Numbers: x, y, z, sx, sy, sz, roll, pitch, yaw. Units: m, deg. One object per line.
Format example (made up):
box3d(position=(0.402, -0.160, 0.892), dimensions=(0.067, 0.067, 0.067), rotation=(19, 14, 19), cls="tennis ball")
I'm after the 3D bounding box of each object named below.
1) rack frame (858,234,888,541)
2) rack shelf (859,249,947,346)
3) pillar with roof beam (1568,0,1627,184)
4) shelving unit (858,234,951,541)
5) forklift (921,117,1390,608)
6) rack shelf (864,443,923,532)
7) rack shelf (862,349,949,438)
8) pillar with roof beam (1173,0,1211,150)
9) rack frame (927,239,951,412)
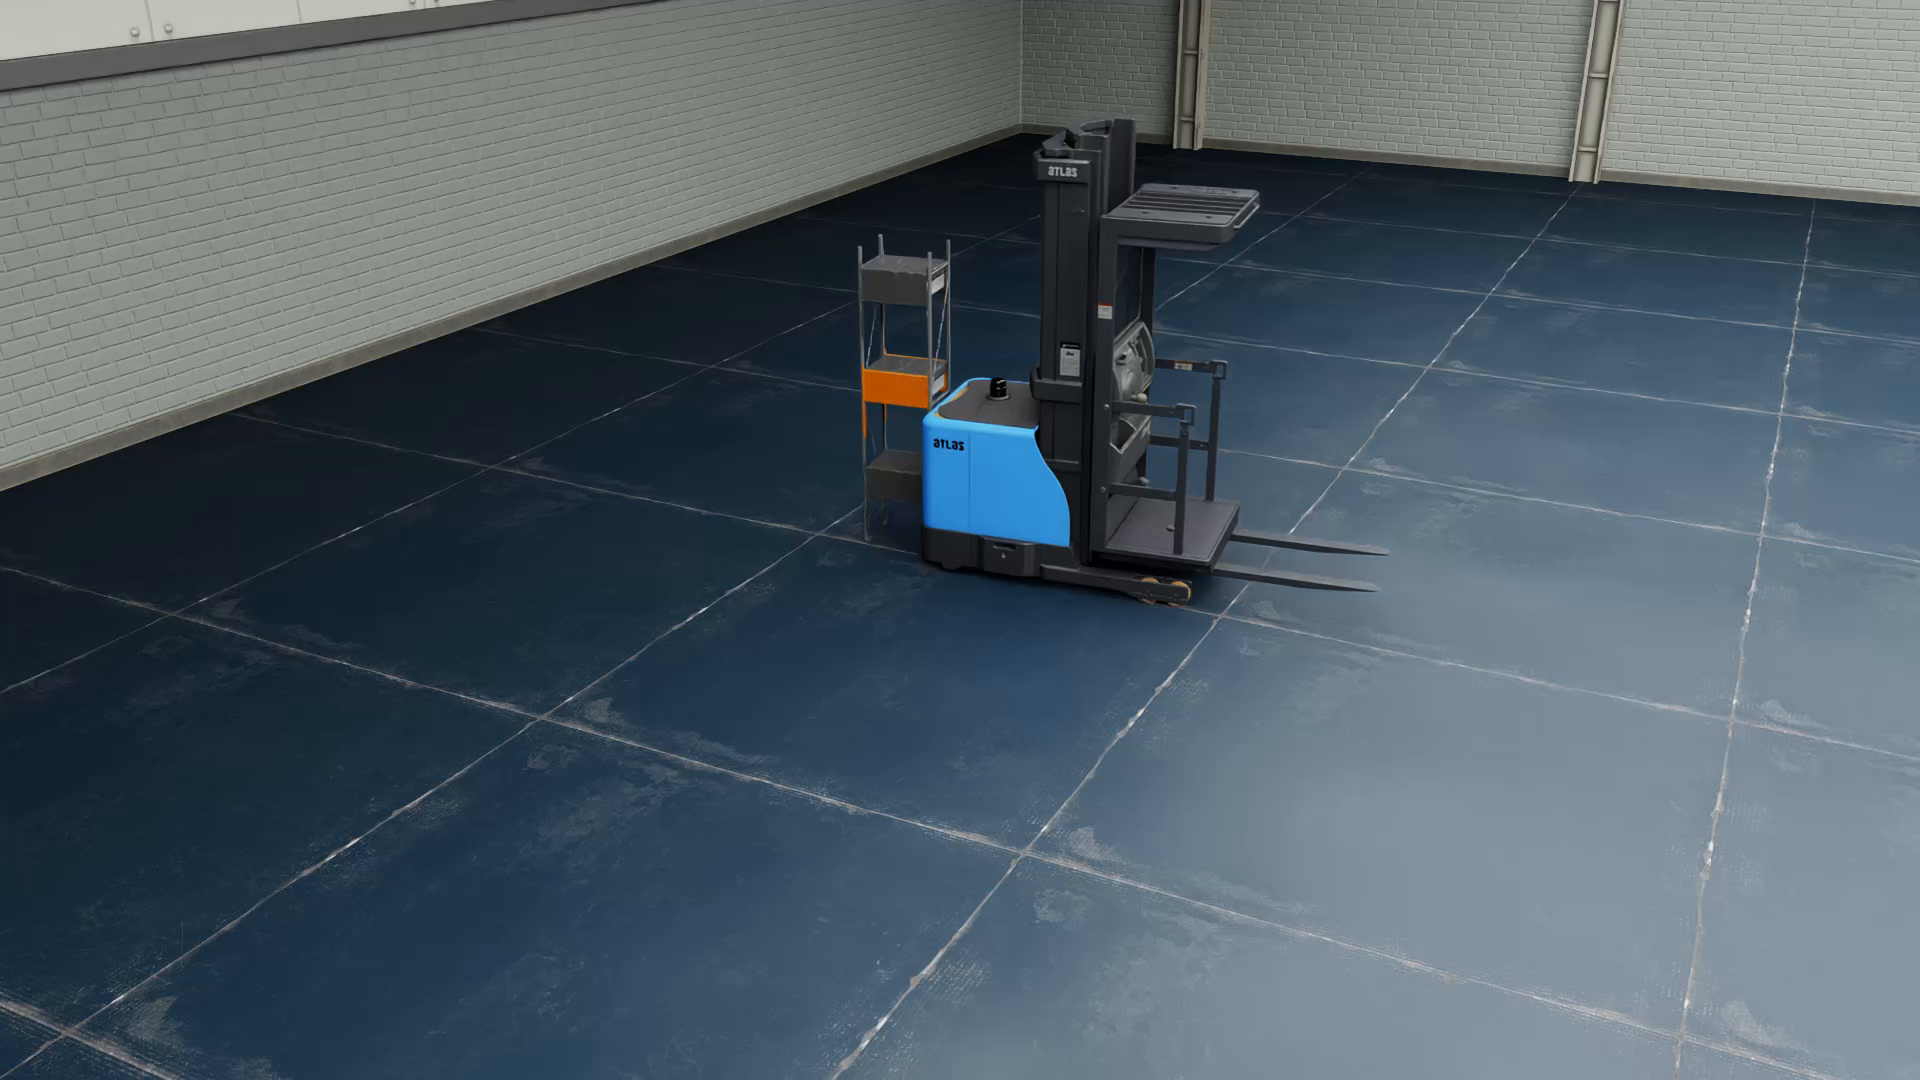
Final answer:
box3d(position=(-0.598, -1.031, 11.491), dimensions=(0.015, 2.100, 0.400), rotation=(8, 24, 18), cls="rack frame")
box3d(position=(-0.368, -1.631, 11.147), dimensions=(0.480, 0.518, 0.431), rotation=(8, 24, 18), cls="rack shelf")
box3d(position=(7.025, -7.802, 18.597), dimensions=(0.400, 9.000, 9.100), rotation=(11, 25, 25), cls="pillar with roof beam")
box3d(position=(-0.368, -0.999, 11.416), dimensions=(0.503, 2.100, 0.431), rotation=(8, 24, 18), cls="shelving unit")
box3d(position=(1.308, -1.147, 10.702), dimensions=(3.031, 2.935, 1.130), rotation=(8, 24, 18), cls="forklift")
box3d(position=(-0.368, -0.342, 11.695), dimensions=(0.480, 0.518, 0.431), rotation=(8, 24, 18), cls="rack shelf")
box3d(position=(-0.368, -0.986, 11.421), dimensions=(0.480, 0.518, 0.431), rotation=(8, 24, 18), cls="rack shelf")
box3d(position=(1.671, -8.862, 21.089), dimensions=(0.400, 9.000, 9.100), rotation=(11, 25, 25), cls="pillar with roof beam")
box3d(position=(-0.138, -0.967, 11.341), dimensions=(0.015, 2.100, 0.400), rotation=(8, 24, 18), cls="rack frame")
